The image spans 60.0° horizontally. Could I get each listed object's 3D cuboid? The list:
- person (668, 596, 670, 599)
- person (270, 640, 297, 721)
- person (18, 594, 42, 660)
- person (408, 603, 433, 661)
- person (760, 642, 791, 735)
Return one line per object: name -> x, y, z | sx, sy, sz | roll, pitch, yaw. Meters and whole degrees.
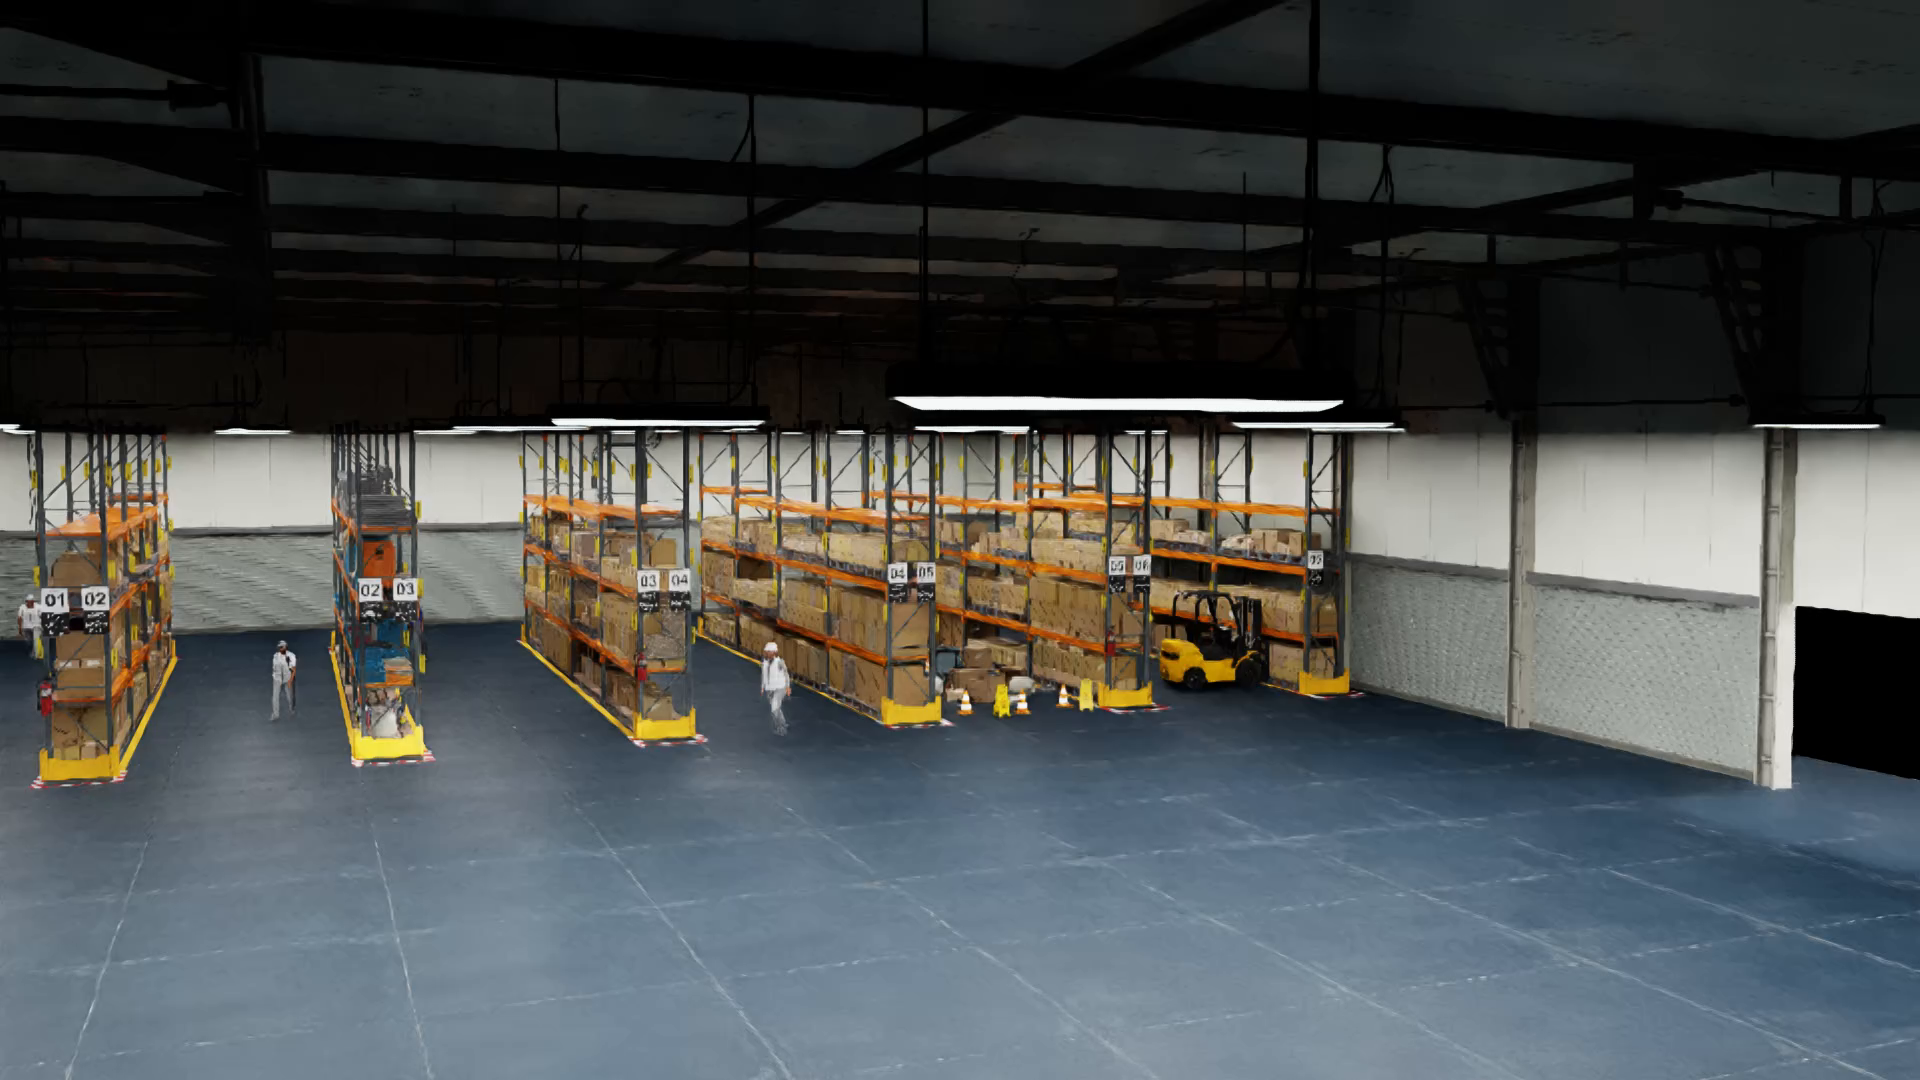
person -> -8.438, 1.772, 49.563 | 0.605, 1.730, 0.983 | 0, 4, -2
person -> -13.625, 2.814, 33.553 | 0.476, 1.598, 1.003 | -1, 4, -13
person -> -23.778, 2.209, 42.550 | 0.577, 1.691, 1.121 | -1, 4, -20
person -> -13.840, 2.283, 42.223 | 0.621, 1.591, 0.821 | -3, 5, -39
person -> -3.531, 2.837, 31.861 | 0.639, 1.759, 0.500 | 3, 4, 35
